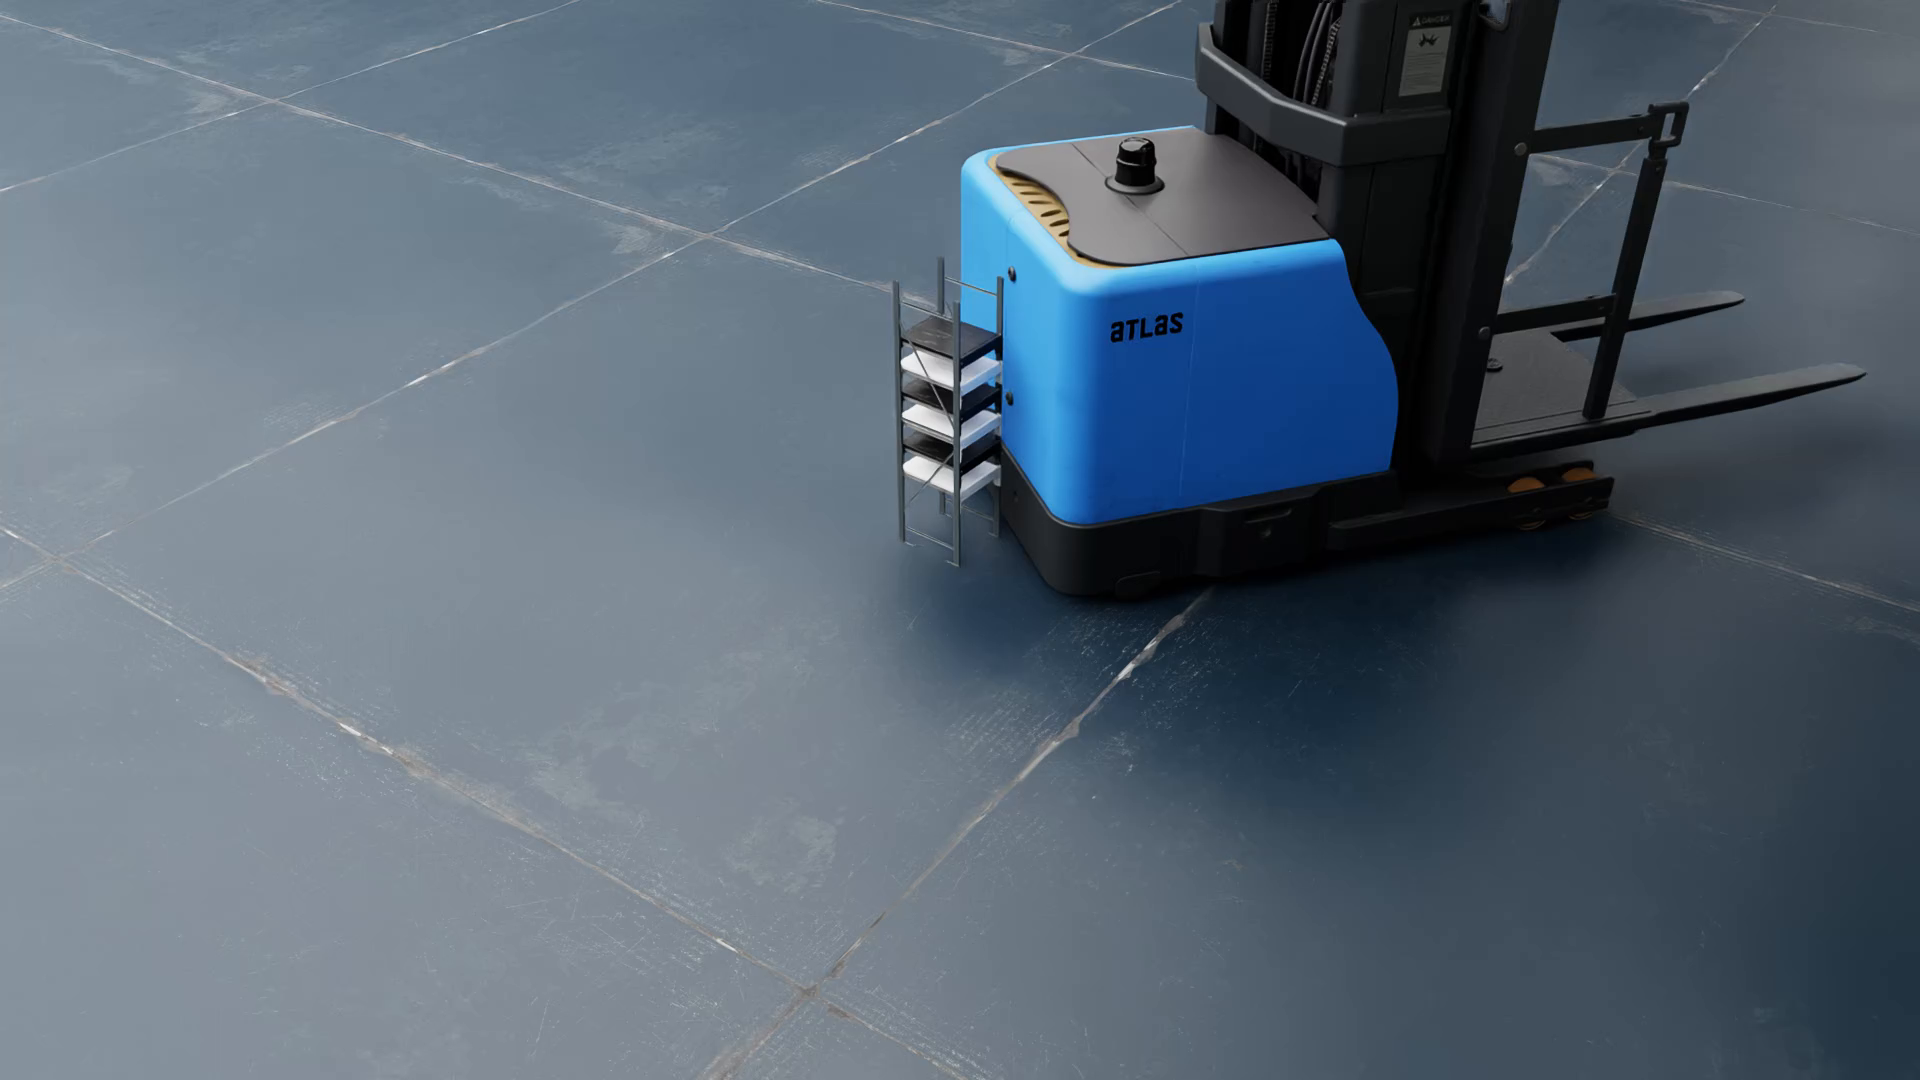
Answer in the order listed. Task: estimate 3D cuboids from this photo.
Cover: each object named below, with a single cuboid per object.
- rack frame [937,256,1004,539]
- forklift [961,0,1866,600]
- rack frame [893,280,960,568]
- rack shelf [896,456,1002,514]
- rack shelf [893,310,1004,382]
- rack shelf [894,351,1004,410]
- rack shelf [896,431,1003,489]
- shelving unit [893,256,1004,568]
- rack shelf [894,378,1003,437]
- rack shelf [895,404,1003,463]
[{"bbox_3d":[0.030,-0.418,5.065,0.240,0.900,0.006,24,41,31],"label":"rack frame"},{"bbox_3d":[1.565,-1.516,4.876,3.031,2.935,1.130,-10,35,-15],"label":"forklift"},{"bbox_3d":[-0.096,-0.328,4.932,0.240,0.900,0.006,24,41,31],"label":"rack frame"},{"bbox_3d":[-0.033,-0.196,5.118,0.258,0.077,0.200,24,41,31],"label":"rack shelf"},{"bbox_3d":[-0.033,-0.569,4.866,0.258,0.077,0.200,24,41,31],"label":"rack shelf"},{"bbox_3d":[-0.033,-0.494,4.916,0.258,0.077,0.200,24,41,31],"label":"rack shelf"},{"bbox_3d":[-0.033,-0.271,5.067,0.258,0.077,0.200,24,41,31],"label":"rack shelf"},{"bbox_3d":[-0.033,-0.373,4.998,0.258,0.900,0.210,24,41,31],"label":"shelving unit"},{"bbox_3d":[-0.033,-0.420,4.966,0.258,0.077,0.200,24,41,31],"label":"rack shelf"},{"bbox_3d":[-0.033,-0.345,5.017,0.258,0.077,0.200,24,41,31],"label":"rack shelf"}]
